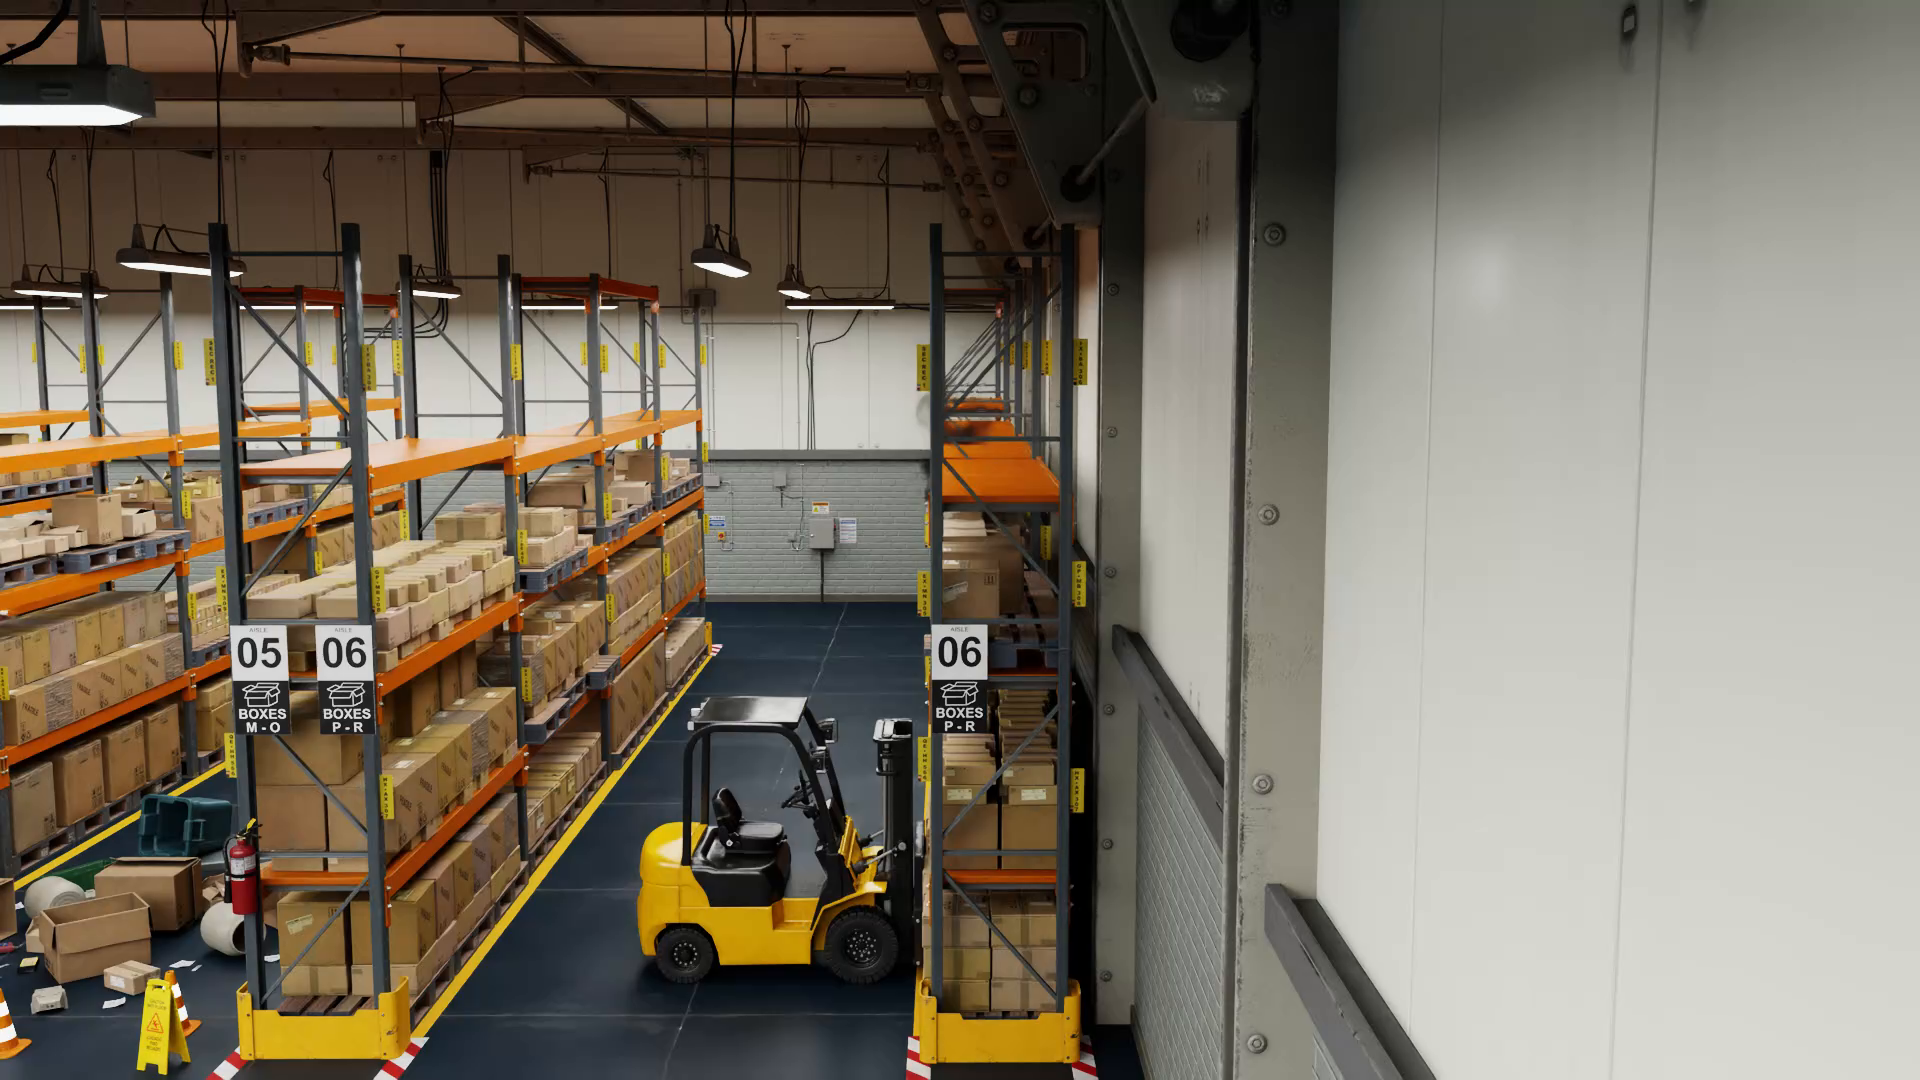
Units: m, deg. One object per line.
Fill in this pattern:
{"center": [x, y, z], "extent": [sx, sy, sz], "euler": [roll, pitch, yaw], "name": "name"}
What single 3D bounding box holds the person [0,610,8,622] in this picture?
{"center": [-12.775, 1.735, 22.160], "extent": [0.659, 1.729, 0.586], "euler": [-1, 7, -9], "name": "person"}
